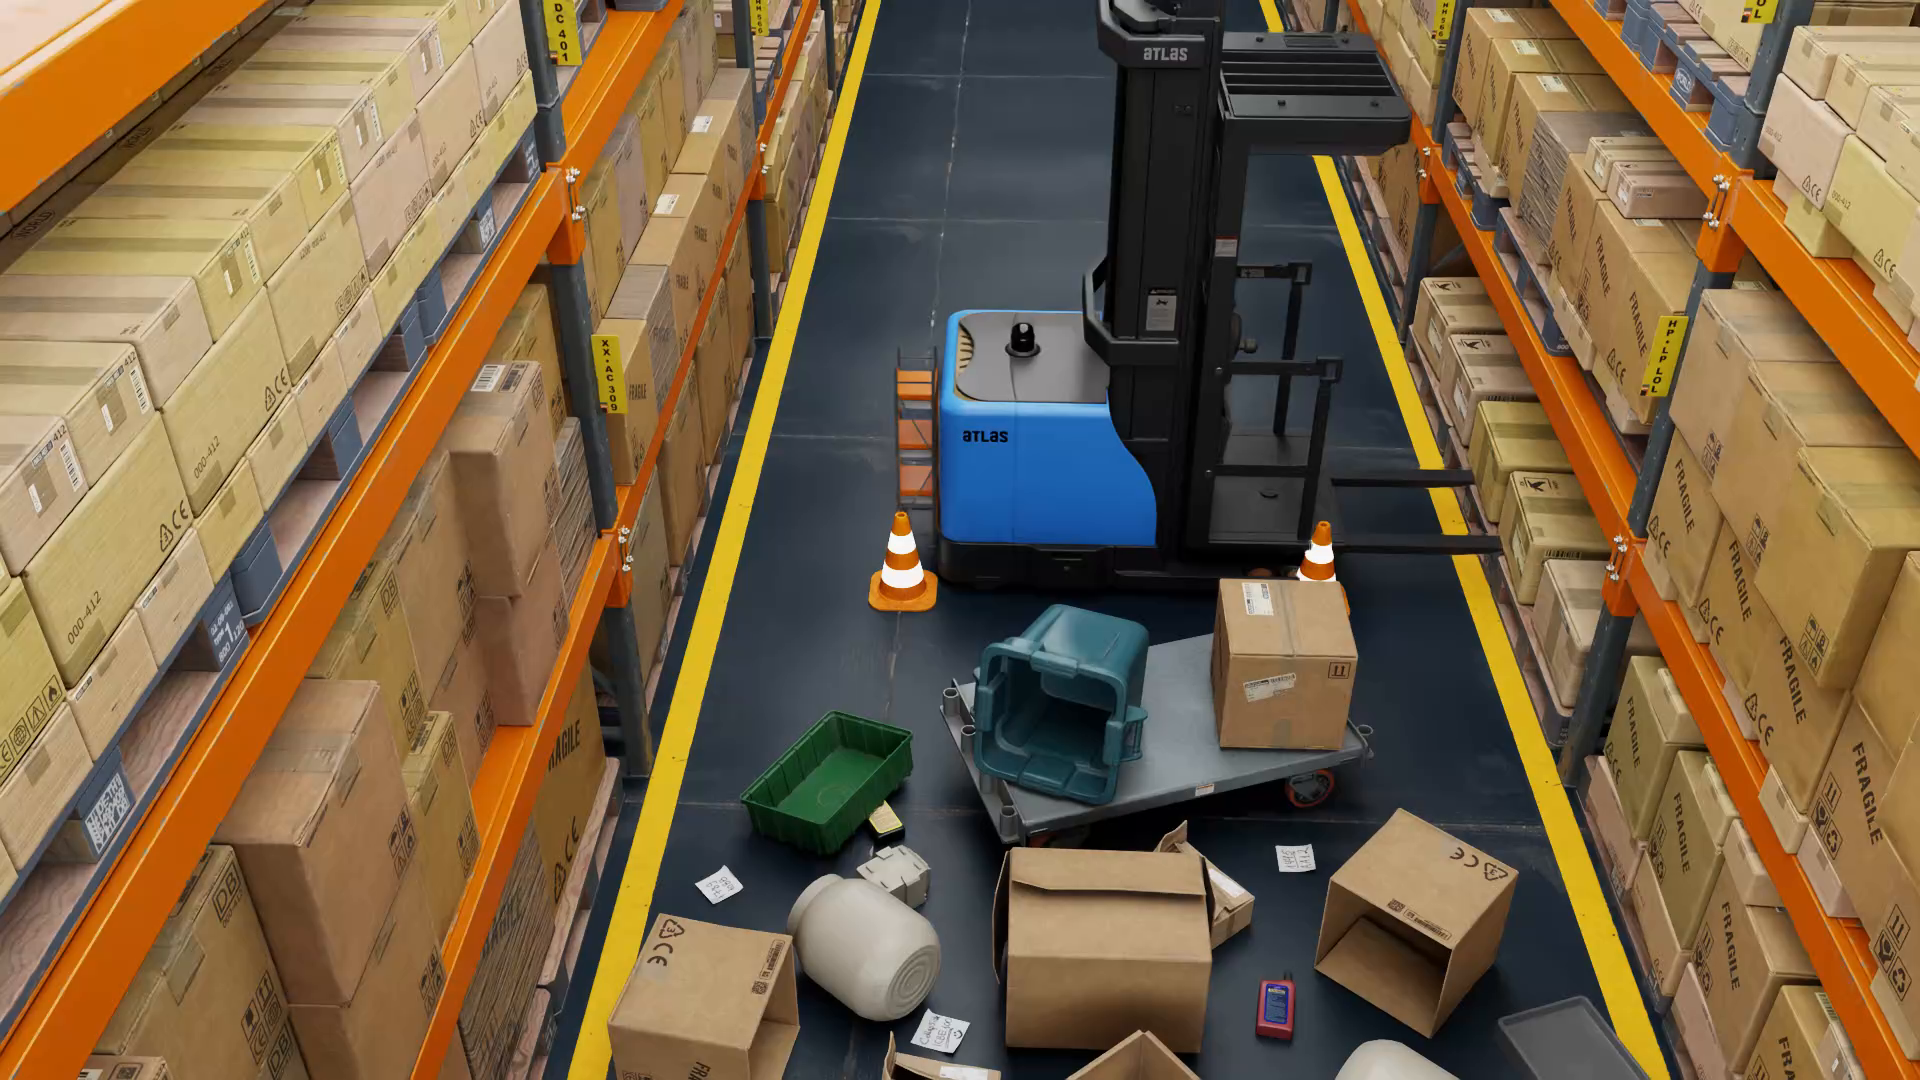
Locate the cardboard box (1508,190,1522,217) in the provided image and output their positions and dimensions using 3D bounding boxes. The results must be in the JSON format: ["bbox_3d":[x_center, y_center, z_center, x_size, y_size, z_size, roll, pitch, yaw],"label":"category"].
[{"bbox_3d":[3.000,-1.748,8.427,0.380,0.149,0.250,3,35,5],"label":"cardboard box"}]

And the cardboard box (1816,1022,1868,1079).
[{"bbox_3d":[2.688,1.526,4.725,0.380,0.149,0.250,3,35,4],"label":"cardboard box"}]

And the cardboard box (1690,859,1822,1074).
[{"bbox_3d":[2.778,1.406,5.460,0.500,0.500,0.500,3,35,4],"label":"cardboard box"}]

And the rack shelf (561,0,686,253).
[{"bbox_3d":[-1.766,-2.317,7.400,1.077,0.370,4.000,1,35,2],"label":"rack shelf"}]

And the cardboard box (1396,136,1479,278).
[{"bbox_3d":[3.375,-2.174,10.663,0.875,0.875,0.875,1,35,1],"label":"cardboard box"}]

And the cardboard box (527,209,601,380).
[{"bbox_3d":[-1.832,-0.970,6.511,0.700,0.500,0.500,1,35,1],"label":"cardboard box"}]

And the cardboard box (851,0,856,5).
[{"bbox_3d":[-1.158,-5.081,15.431,0.380,0.149,0.250,2,35,3],"label":"cardboard box"}]

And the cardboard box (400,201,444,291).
[{"bbox_3d":[-1.582,-0.772,4.343,0.380,0.149,0.250,2,35,3],"label":"cardboard box"}]

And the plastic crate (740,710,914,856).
[{"bbox_3d":[-0.544,1.022,7.028,0.450,0.188,0.662,11,35,32],"label":"plastic crate"}]

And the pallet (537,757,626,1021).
[{"bbox_3d":[-1.955,1.341,6.604,1.003,0.211,1.213,1,35,2],"label":"pallet"}]

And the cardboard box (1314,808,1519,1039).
[{"bbox_3d":[1.701,1.427,6.228,0.500,0.500,0.500,28,44,33],"label":"cardboard box"}]

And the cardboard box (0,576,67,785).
[{"bbox_3d":[-1.731,0.292,2.483,0.500,0.250,0.500,1,35,2],"label":"cardboard box"}]

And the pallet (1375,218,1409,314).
[{"bbox_3d":[3.372,-1.787,11.055,1.003,0.211,1.213,1,35,2],"label":"pallet"}]

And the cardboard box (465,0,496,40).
[{"bbox_3d":[-1.553,-1.535,4.736,0.380,0.149,0.250,1,35,2],"label":"cardboard box"}]

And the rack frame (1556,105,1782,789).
[{"bbox_3d":[3.104,-0.179,6.341,1.000,3.000,0.127,1,35,2],"label":"rack frame"}]

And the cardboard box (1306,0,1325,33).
[{"bbox_3d":[3.593,-4.771,14.739,0.875,0.438,0.875,0,35,0],"label":"cardboard box"}]

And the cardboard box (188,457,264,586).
[{"bbox_3d":[-1.632,-0.044,3.307,0.380,0.149,0.250,1,35,2],"label":"cardboard box"}]

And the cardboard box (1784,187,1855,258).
[{"bbox_3d":[2.777,-0.980,5.092,0.380,0.149,0.250,1,35,2],"label":"cardboard box"}]

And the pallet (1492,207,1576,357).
[{"bbox_3d":[3.226,-1.260,8.047,1.003,0.211,1.213,1,35,2],"label":"pallet"}]

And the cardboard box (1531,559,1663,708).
[{"bbox_3d":[3.123,0.423,7.405,0.950,0.372,0.625,2,35,2],"label":"cardboard box"}]

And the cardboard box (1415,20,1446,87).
[{"bbox_3d":[3.030,-2.904,9.915,0.500,0.250,0.500,1,35,2],"label":"cardboard box"}]

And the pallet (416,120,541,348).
[{"bbox_3d":[-1.889,-0.956,4.916,1.003,0.211,1.213,1,35,2],"label":"pallet"}]

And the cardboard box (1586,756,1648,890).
[{"bbox_3d":[2.810,1.107,6.537,0.500,0.250,0.500,0,35,0],"label":"cardboard box"}]

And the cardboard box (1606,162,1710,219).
[{"bbox_3d":[2.912,-1.445,6.868,0.380,0.149,0.250,0,35,1],"label":"cardboard box"}]

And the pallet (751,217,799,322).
[{"bbox_3d":[-1.653,-1.841,11.132,1.003,0.211,1.213,1,35,2],"label":"pallet"}]

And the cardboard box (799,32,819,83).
[{"bbox_3d":[-1.336,-3.558,12.306,0.500,0.250,0.500,3,35,4],"label":"cardboard box"}]

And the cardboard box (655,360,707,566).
[{"bbox_3d":[-1.869,-0.399,8.246,1.050,0.750,0.750,1,35,2],"label":"cardboard box"}]

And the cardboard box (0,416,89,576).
[{"bbox_3d":[-1.654,-0.075,2.658,0.380,0.149,0.250,1,35,1],"label":"cardboard box"}]

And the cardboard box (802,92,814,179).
[{"bbox_3d":[-1.349,-2.960,12.107,0.500,0.500,0.500,1,35,1],"label":"cardboard box"}]

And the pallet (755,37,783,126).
[{"bbox_3d":[-1.763,-2.866,10.332,1.213,0.211,1.003,1,35,2],"label":"pallet"}]

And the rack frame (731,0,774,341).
[{"bbox_3d":[-1.685,-2.533,9.691,1.000,3.000,0.127,1,35,2],"label":"rack frame"}]

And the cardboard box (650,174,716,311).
[{"bbox_3d":[-1.493,-1.441,8.050,0.500,0.500,0.500,2,35,3],"label":"cardboard box"}]

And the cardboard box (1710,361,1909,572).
[{"bbox_3d":[2.827,-0.210,5.170,0.700,0.500,0.500,2,35,2],"label":"cardboard box"}]

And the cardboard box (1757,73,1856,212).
[{"bbox_3d":[2.813,-1.220,5.085,0.500,0.250,0.500,1,35,1],"label":"cardboard box"}]

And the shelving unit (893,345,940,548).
[{"bbox_3d":[-0.217,-0.465,8.444,0.215,1.050,0.252,1,35,2],"label":"shelving unit"}]

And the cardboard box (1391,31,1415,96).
[{"bbox_3d":[3.030,-3.006,10.494,0.500,0.250,0.500,2,35,3],"label":"cardboard box"}]

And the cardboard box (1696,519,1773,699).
[{"bbox_3d":[2.811,0.194,5.465,0.500,0.500,0.500,1,35,2],"label":"cardboard box"}]

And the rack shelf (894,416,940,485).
[{"bbox_3d":[-0.217,-0.456,8.450,0.215,0.259,0.240,1,35,2],"label":"rack shelf"}]

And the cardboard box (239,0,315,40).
[{"bbox_3d":[-2.146,-1.461,4.976,0.500,0.250,0.500,2,35,2],"label":"cardboard box"}]

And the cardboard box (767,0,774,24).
[{"bbox_3d":[-1.427,-3.472,10.880,0.380,0.149,0.250,2,35,3],"label":"cardboard box"}]

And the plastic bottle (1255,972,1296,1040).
[{"bbox_3d":[1.178,1.722,6.193,0.133,0.061,0.283,7,36,10],"label":"plastic bottle"}]

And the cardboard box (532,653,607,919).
[{"bbox_3d":[-1.941,0.822,6.399,0.875,0.875,0.875,2,35,3],"label":"cardboard box"}]

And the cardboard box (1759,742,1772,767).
[{"bbox_3d":[2.808,0.693,5.320,0.380,0.149,0.250,1,35,2],"label":"cardboard box"}]

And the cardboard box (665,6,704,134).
[{"bbox_3d":[-1.732,-2.435,8.595,0.700,0.500,0.500,1,35,1],"label":"cardboard box"}]

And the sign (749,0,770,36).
[{"bbox_3d":[-1.131,-2.996,9.343,0.100,0.325,0.005,1,35,2],"label":"sign"}]

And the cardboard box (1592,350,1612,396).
[{"bbox_3d":[2.877,-0.701,6.937,0.380,0.149,0.250,0,35,0],"label":"cardboard box"}]

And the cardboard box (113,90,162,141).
[{"bbox_3d":[-2.239,-1.111,4.132,0.380,0.149,0.250,2,35,2],"label":"cardboard box"}]

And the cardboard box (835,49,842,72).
[{"bbox_3d":[-1.189,-4.038,13.947,0.380,0.149,0.250,0,35,0],"label":"cardboard box"}]

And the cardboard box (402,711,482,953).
[{"bbox_3d":[-1.909,0.847,4.751,0.875,0.550,0.500,1,35,2],"label":"cardboard box"}]

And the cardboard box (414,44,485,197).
[{"bbox_3d":[-1.630,-1.156,4.542,0.500,0.250,0.500,1,35,2],"label":"cardboard box"}]

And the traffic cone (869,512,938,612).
[{"bbox_3d":[-0.283,0.067,8.197,0.336,0.463,0.334,1,35,2],"label":"traffic cone"}]

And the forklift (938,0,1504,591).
[{"bbox_3d":[1.421,-1.201,7.856,3.031,2.935,1.130,1,35,2],"label":"forklift"}]

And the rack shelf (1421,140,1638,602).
[{"bbox_3d":[3.184,-1.033,8.183,1.077,0.370,4.000,1,35,2],"label":"rack shelf"}]

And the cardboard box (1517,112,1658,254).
[{"bbox_3d":[2.959,-1.666,7.747,0.500,0.500,0.500,0,35,0],"label":"cardboard box"}]

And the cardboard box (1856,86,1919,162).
[{"bbox_3d":[2.764,-1.154,4.646,0.380,0.149,0.250,0,35,0],"label":"cardboard box"}]

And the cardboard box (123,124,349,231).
[{"bbox_3d":[-1.603,-0.808,3.701,0.380,0.149,0.250,2,35,2],"label":"cardboard box"}]

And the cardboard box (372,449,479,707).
[{"bbox_3d":[-1.960,0.099,4.877,0.875,0.550,0.550,1,35,2],"label":"cardboard box"}]
